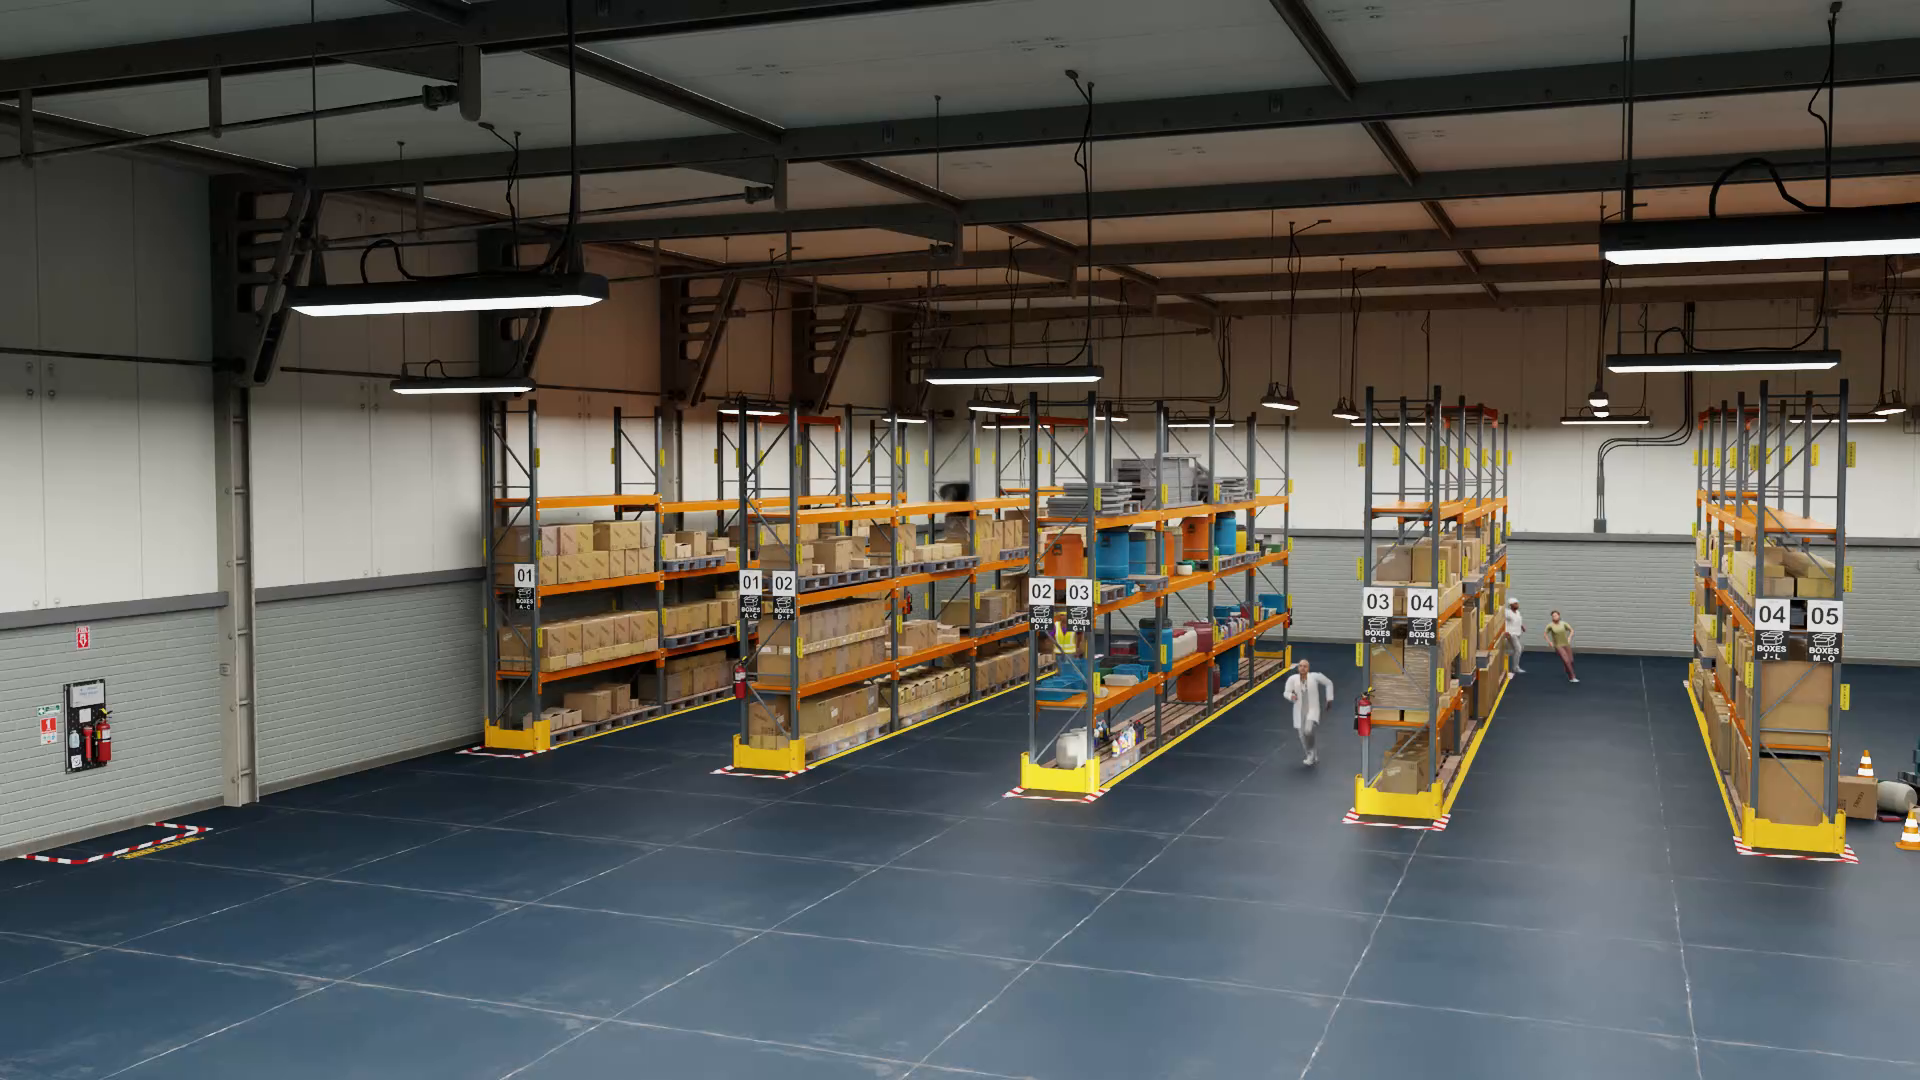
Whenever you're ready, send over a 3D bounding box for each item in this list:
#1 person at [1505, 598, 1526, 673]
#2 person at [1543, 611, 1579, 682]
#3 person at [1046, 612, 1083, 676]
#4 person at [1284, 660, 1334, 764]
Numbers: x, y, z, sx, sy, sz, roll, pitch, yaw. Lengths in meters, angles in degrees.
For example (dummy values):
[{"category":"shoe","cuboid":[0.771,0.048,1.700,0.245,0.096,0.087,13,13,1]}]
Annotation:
[{"category":"person","cuboid":[12.926,2.224,38.935,0.699,1.740,0.742,3,4,44]},{"category":"person","cuboid":[13.462,2.372,37.256,0.721,1.580,0.679,0,3,5]},{"category":"person","cuboid":[2.019,2.248,32.461,0.676,1.843,0.759,1,3,13]},{"category":"person","cuboid":[5.627,2.794,26.935,0.759,1.726,0.794,1,3,24]}]
